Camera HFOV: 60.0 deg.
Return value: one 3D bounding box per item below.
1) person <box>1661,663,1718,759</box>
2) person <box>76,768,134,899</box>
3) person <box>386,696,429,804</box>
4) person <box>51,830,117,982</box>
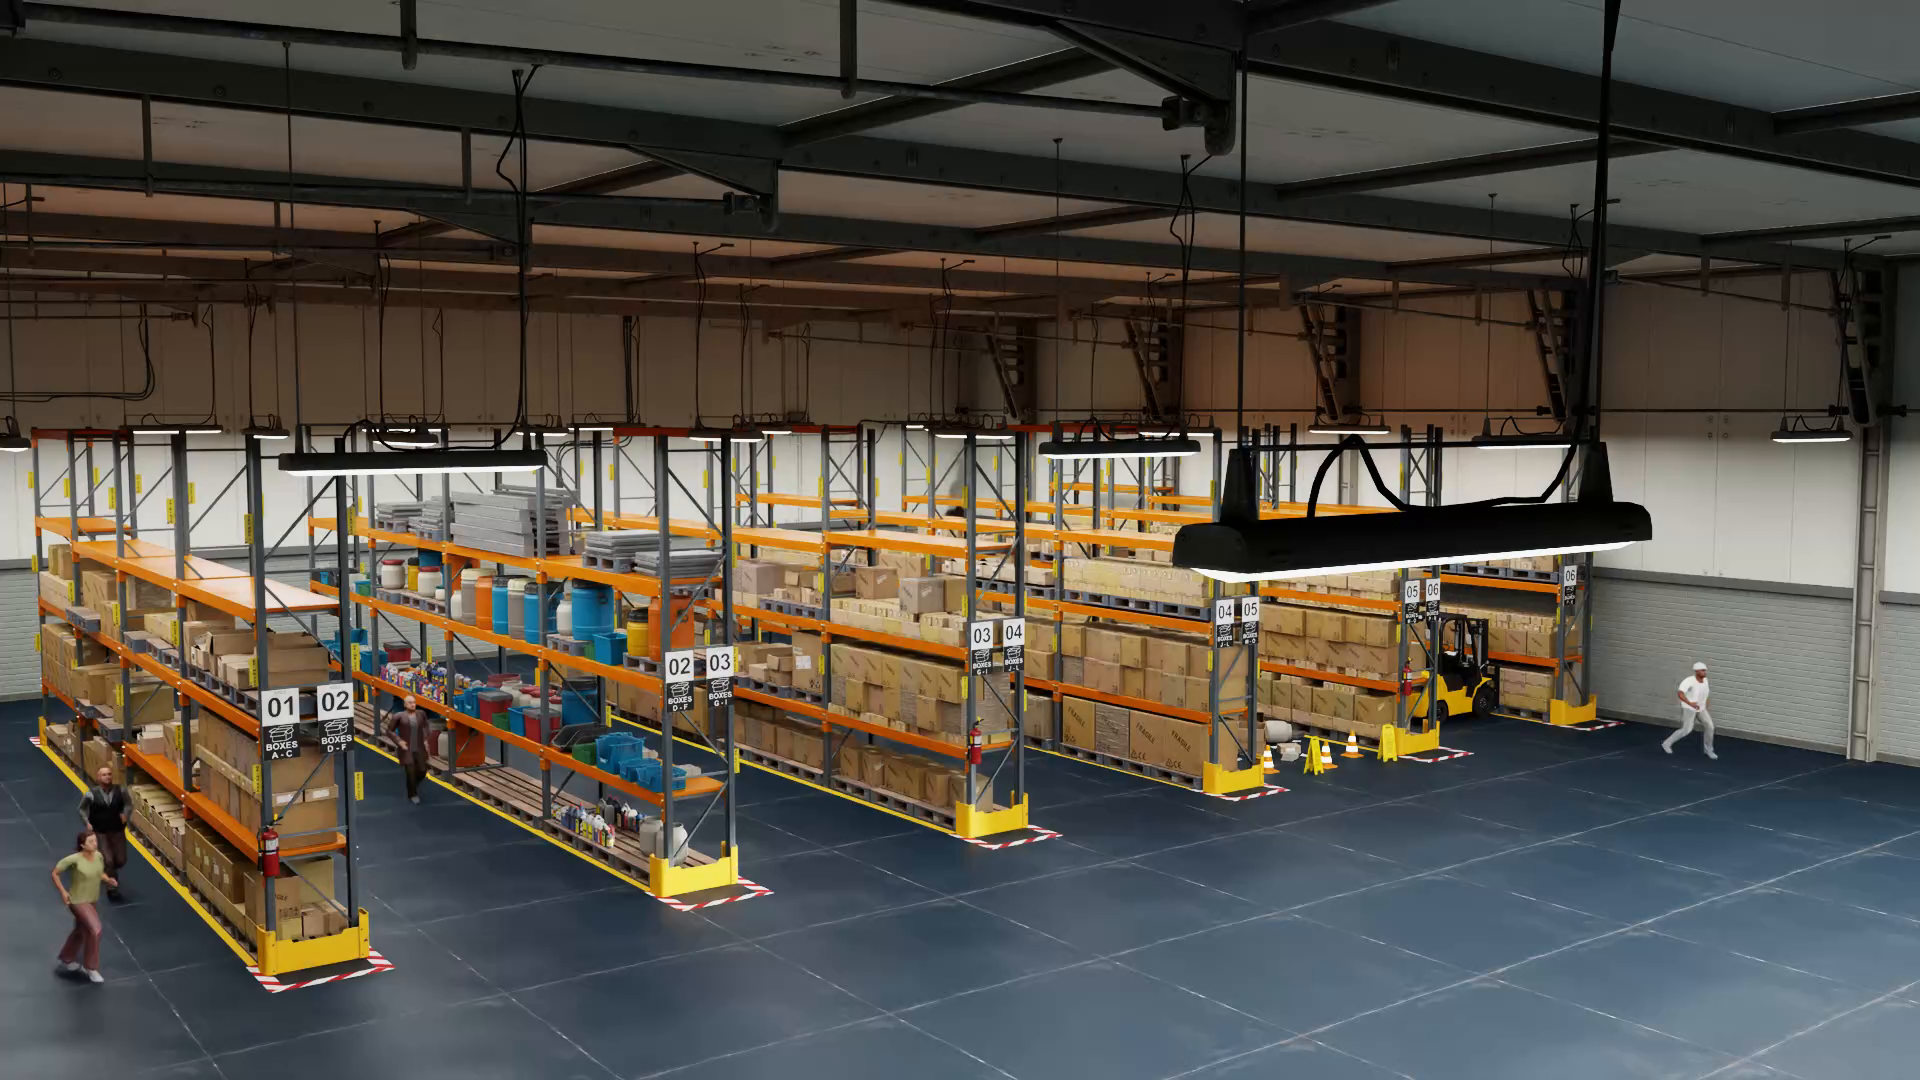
[{"bbox_3d":[13.369,3.102,30.310,0.921,1.760,0.757,-3,5,-30],"label":"person"},{"bbox_3d":[-11.098,3.789,21.633,0.658,1.685,0.716,-4,6,-39],"label":"person"},{"bbox_3d":[-8.857,3.362,26.757,0.718,1.740,0.638,-3,6,-36],"label":"person"},{"bbox_3d":[-9.771,4.066,18.522,0.821,1.710,0.514,1,5,14],"label":"person"}]
